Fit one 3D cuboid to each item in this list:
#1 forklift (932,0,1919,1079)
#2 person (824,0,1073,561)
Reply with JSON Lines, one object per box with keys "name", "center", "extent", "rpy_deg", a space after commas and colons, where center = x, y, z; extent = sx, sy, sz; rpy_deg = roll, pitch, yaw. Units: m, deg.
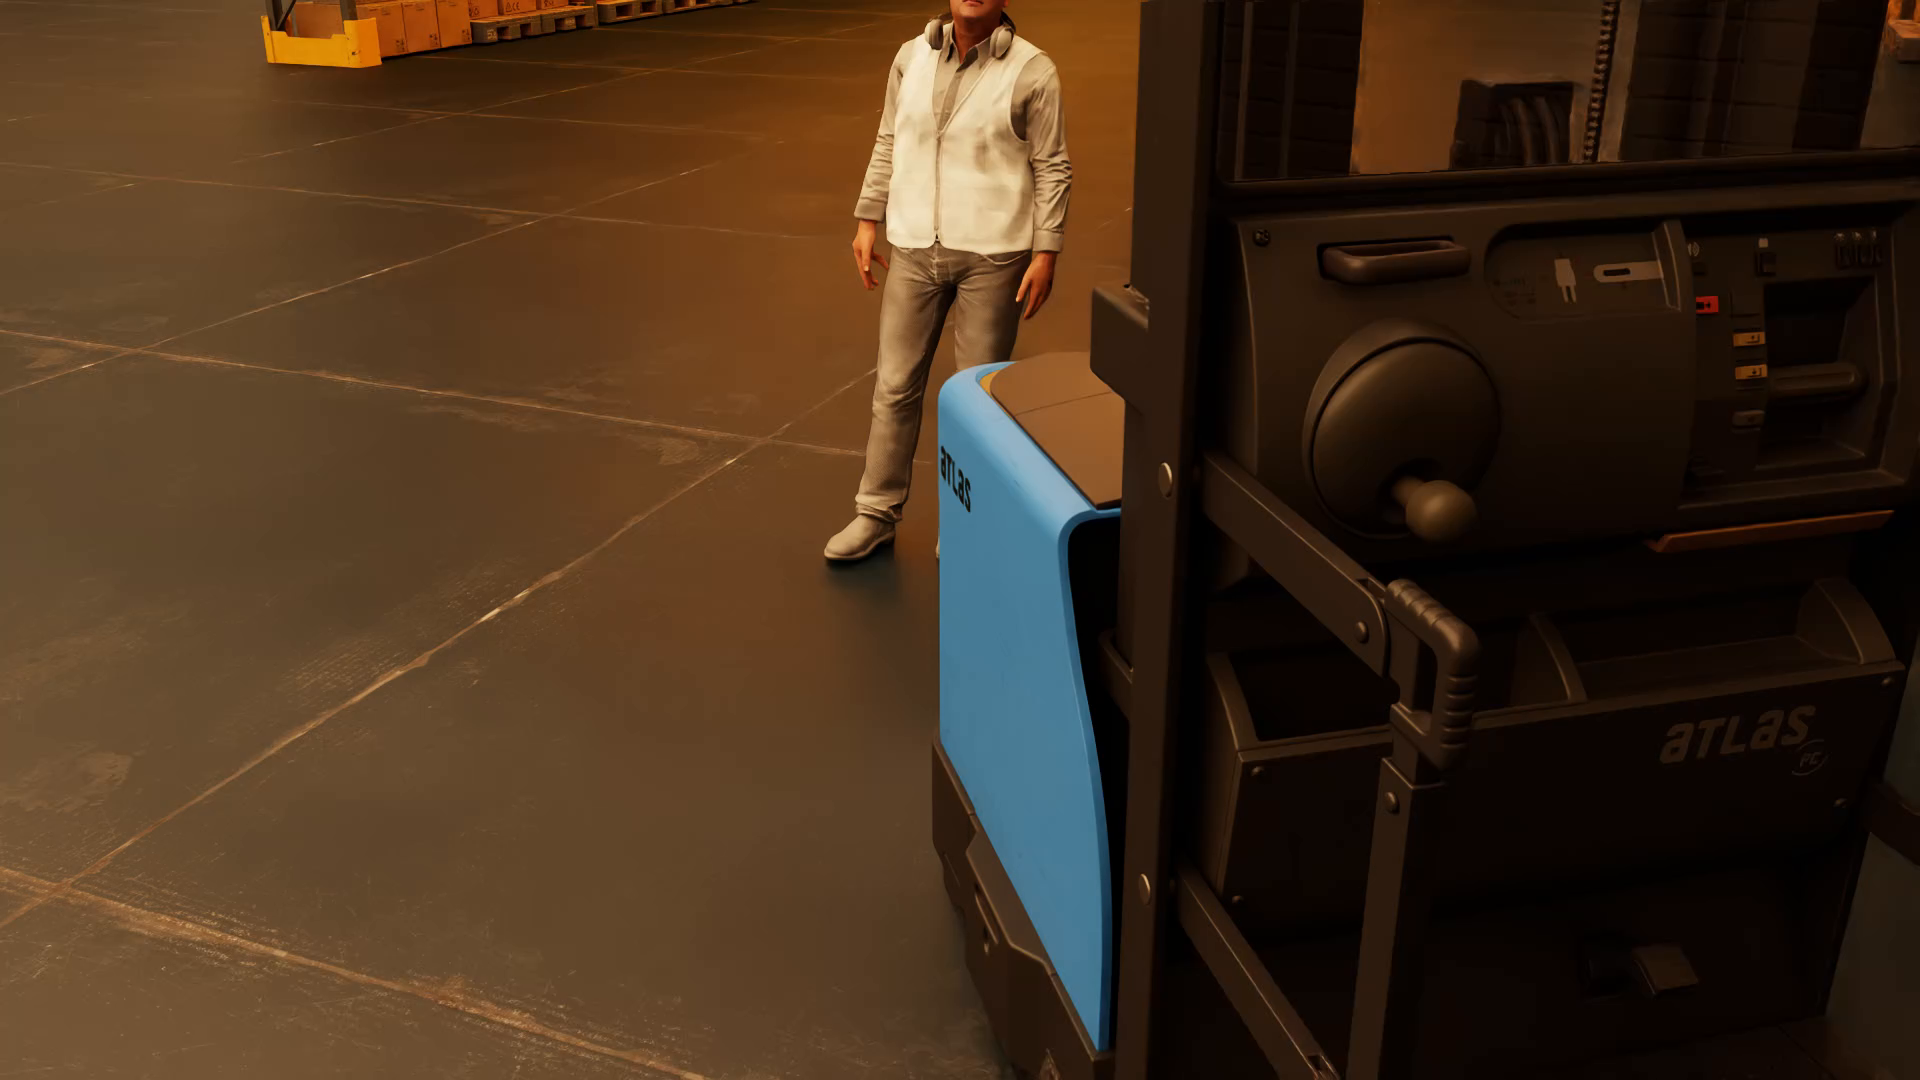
{"name": "forklift", "center": [0.815, -0.186, 1.737], "extent": [1.130, 2.935, 3.031], "rpy_deg": [-6, 23, -14]}
{"name": "person", "center": [-0.031, -0.804, 4.697], "extent": [0.633, 1.775, 0.566], "rpy_deg": [9, 24, 21]}
